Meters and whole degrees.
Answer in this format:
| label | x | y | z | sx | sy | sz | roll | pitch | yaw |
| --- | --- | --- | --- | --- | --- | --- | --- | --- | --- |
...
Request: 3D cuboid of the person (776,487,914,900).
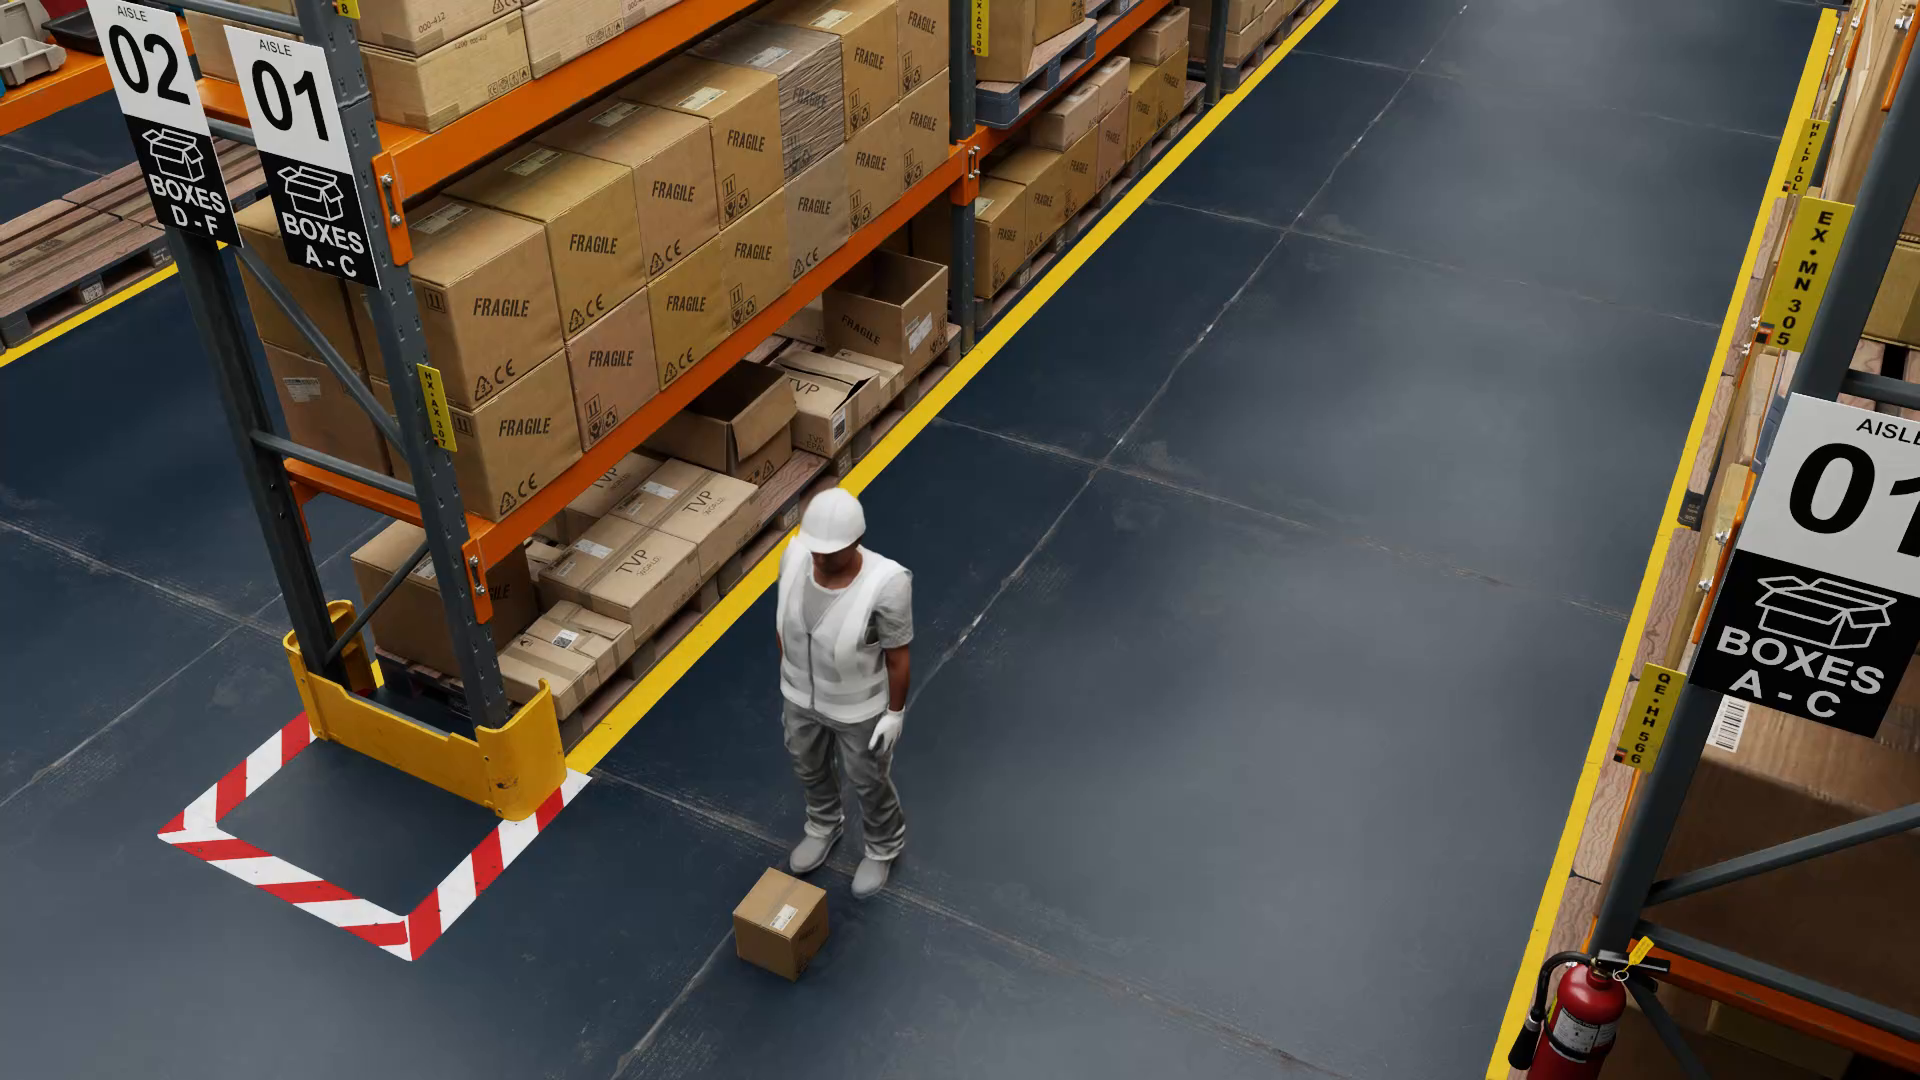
| label | x | y | z | sx | sy | sz | roll | pitch | yaw |
| --- | --- | --- | --- | --- | --- | --- | --- | --- | --- |
| person | -0.427 | 0.561 | 6.017 | 0.547 | 1.791 | 0.361 | 19 | 41 | 22 |
